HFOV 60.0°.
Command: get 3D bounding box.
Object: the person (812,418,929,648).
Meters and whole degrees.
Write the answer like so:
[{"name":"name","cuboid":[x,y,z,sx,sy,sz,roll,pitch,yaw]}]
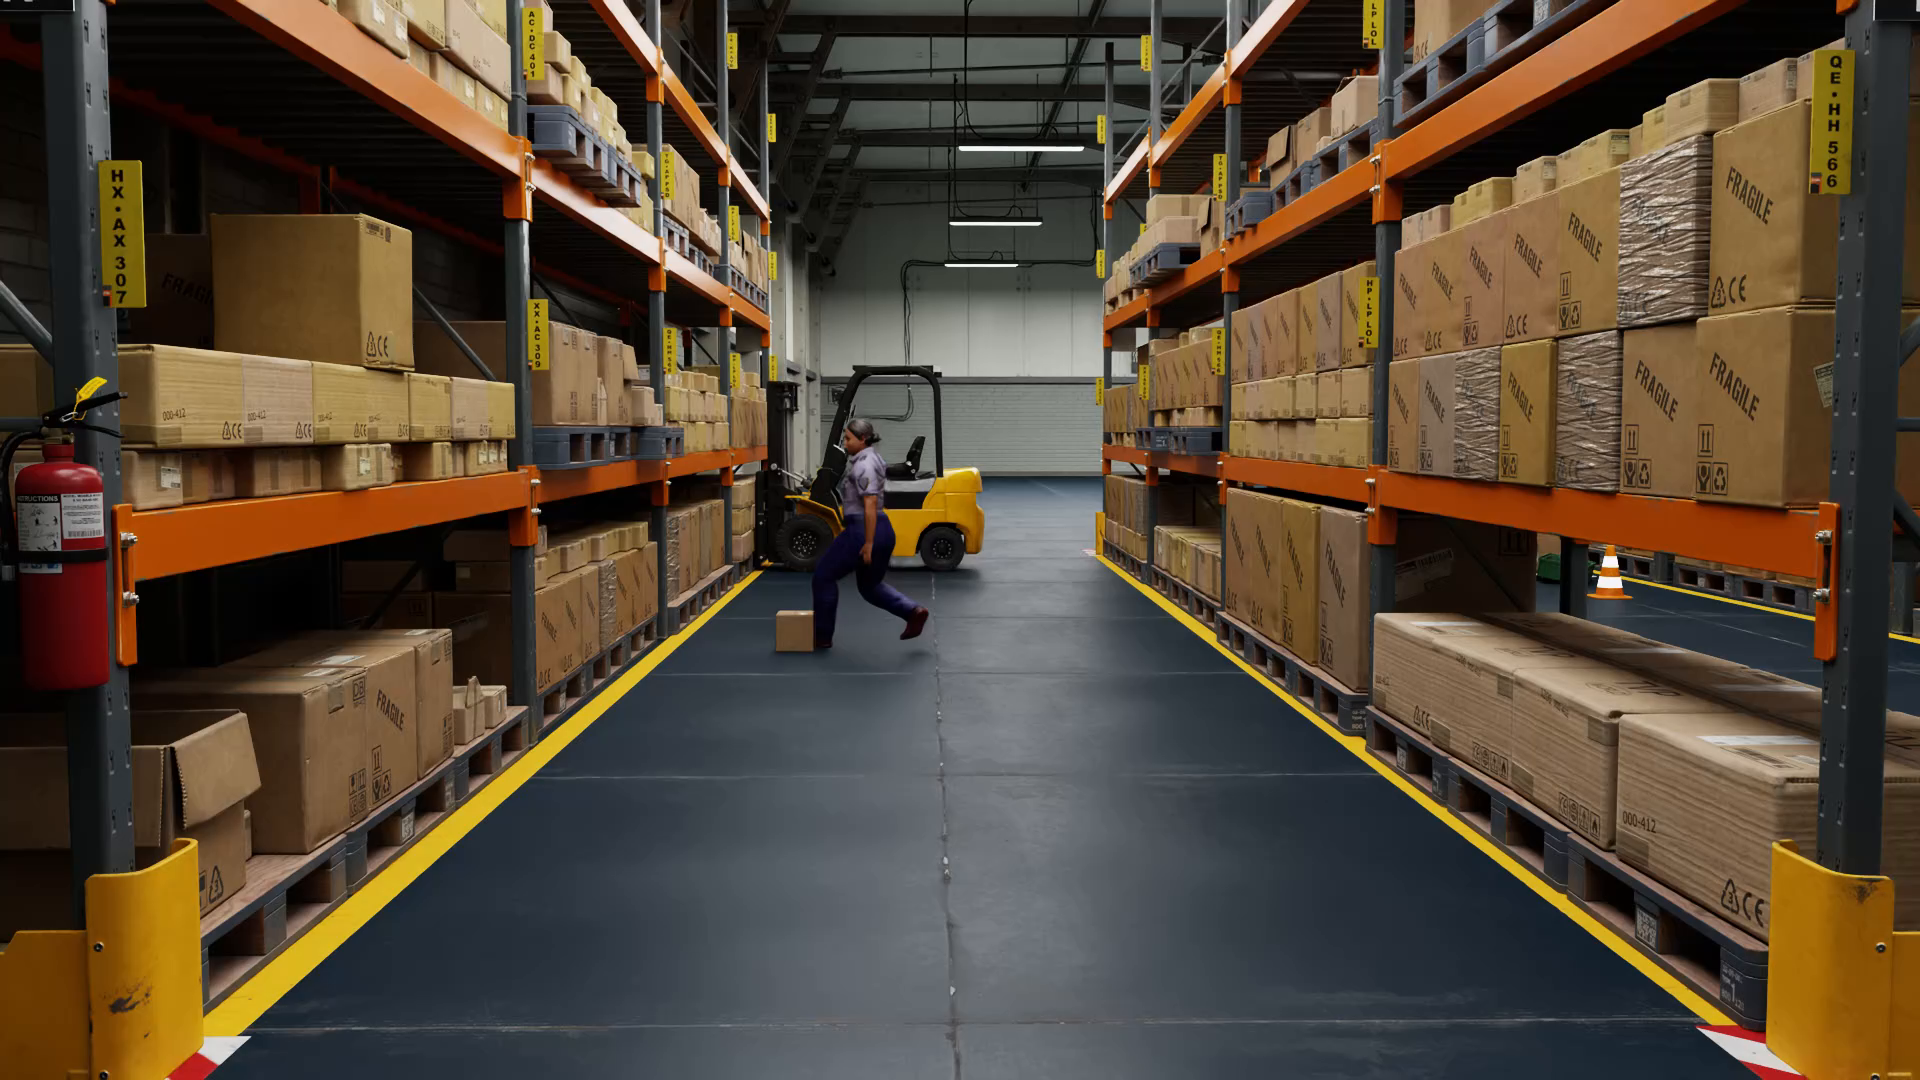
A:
[{"name":"person","cuboid":[-0.685,-0.043,11.240,0.938,1.553,0.503,1,4,18]}]
